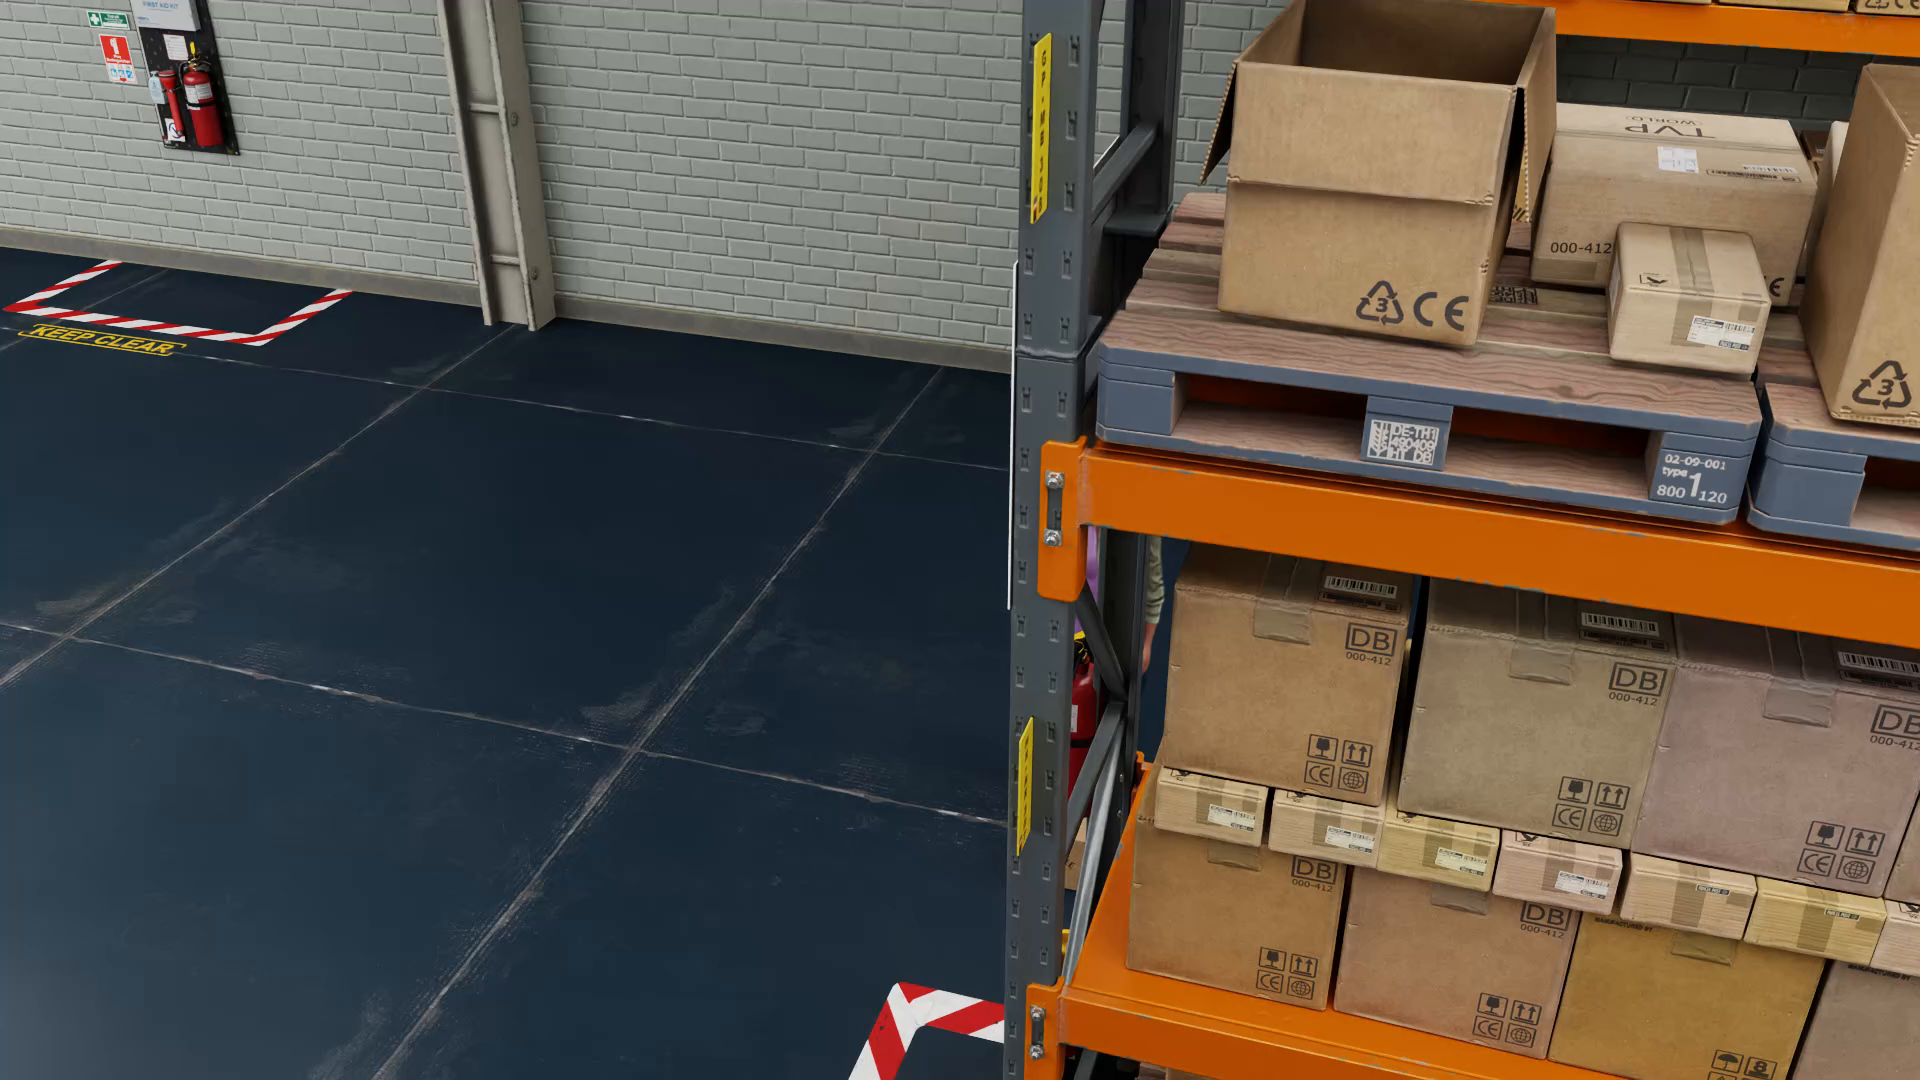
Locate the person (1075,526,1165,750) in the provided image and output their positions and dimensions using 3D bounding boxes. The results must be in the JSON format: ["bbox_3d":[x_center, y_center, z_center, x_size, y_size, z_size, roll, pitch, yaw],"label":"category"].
[{"bbox_3d":[0.586,0.378,6.494,0.412,1.589,0.316,9,31,16],"label":"person"}]
